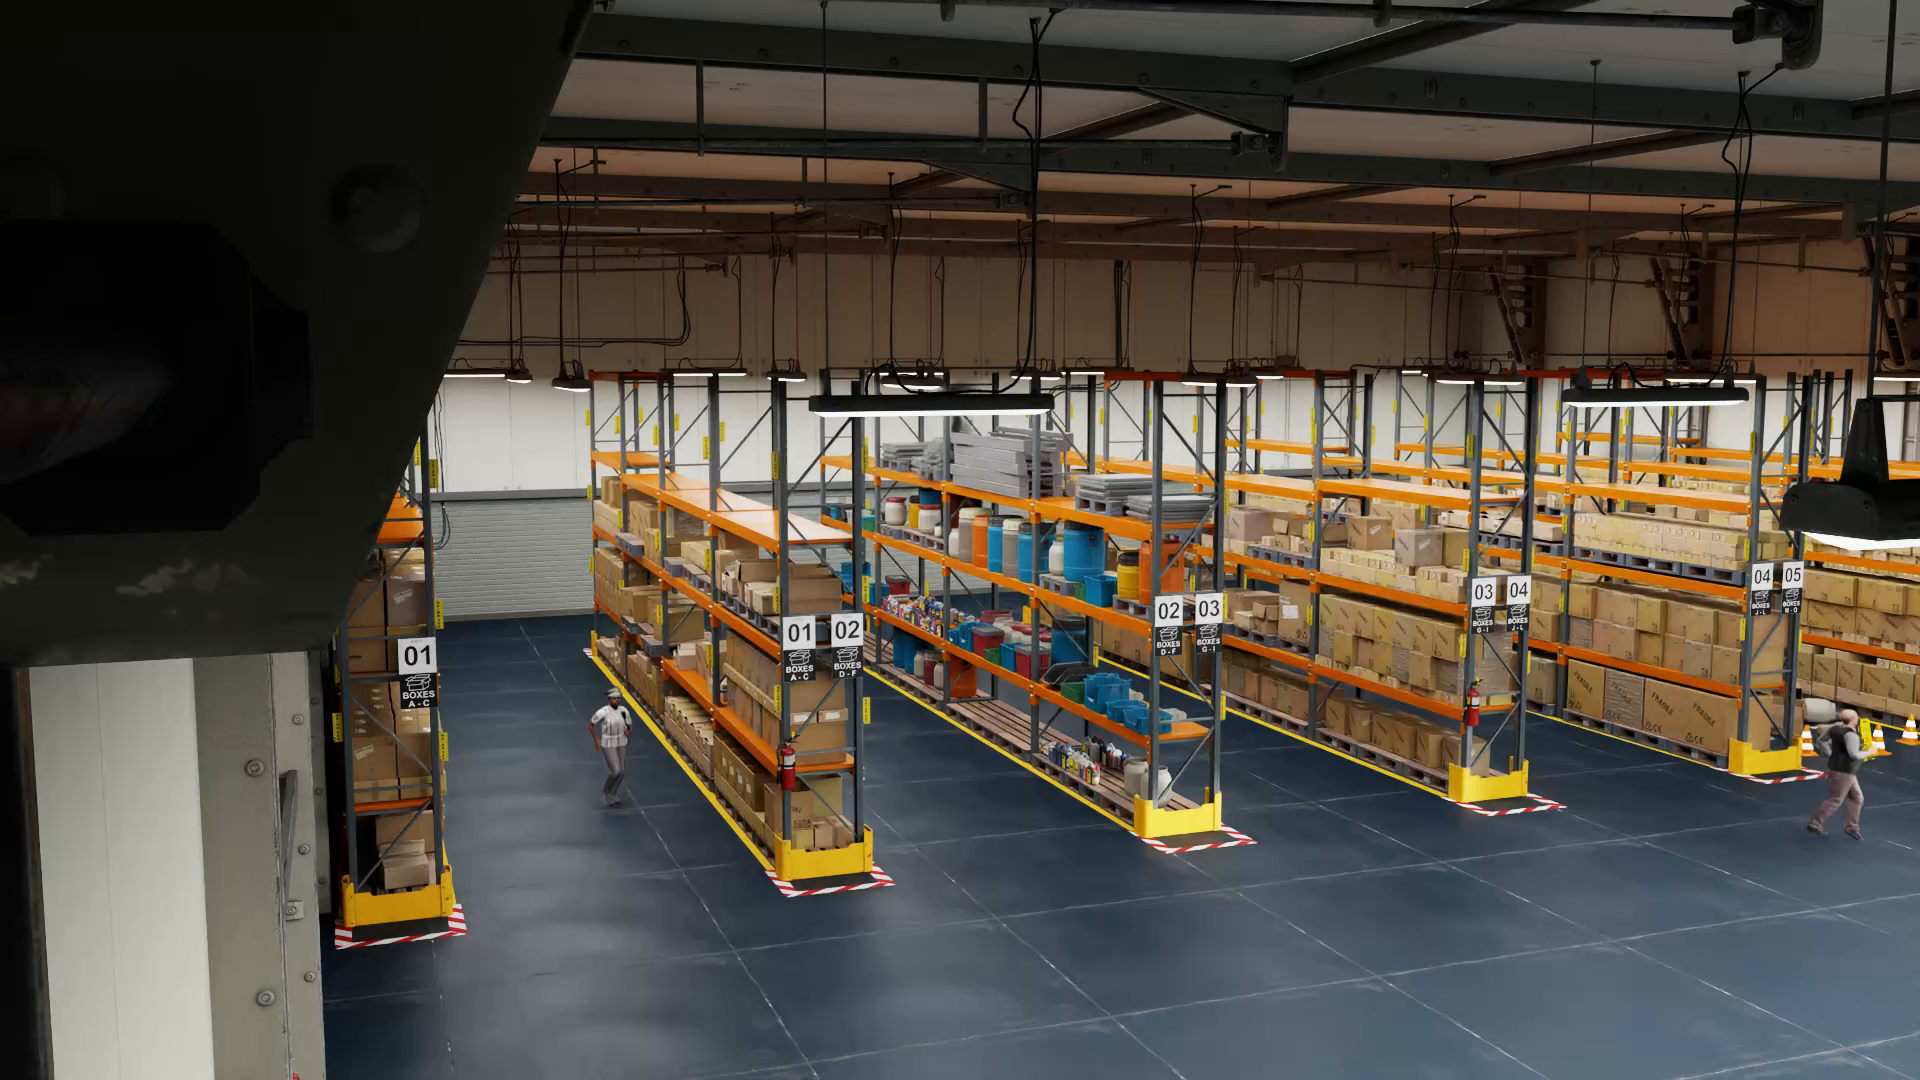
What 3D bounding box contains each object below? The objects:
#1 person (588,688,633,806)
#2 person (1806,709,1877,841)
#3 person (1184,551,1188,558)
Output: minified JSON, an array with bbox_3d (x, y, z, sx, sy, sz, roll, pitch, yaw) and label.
[{"bbox_3d":[-4.832,2.895,23.296,0.552,1.675,0.645,-5,8,-39],"label":"person"},{"bbox_3d":[11.469,3.027,21.613,0.780,1.683,0.627,1,7,12],"label":"person"},{"bbox_3d":[5.213,1.099,39.313,0.750,1.730,0.878,0,6,3],"label":"person"}]
